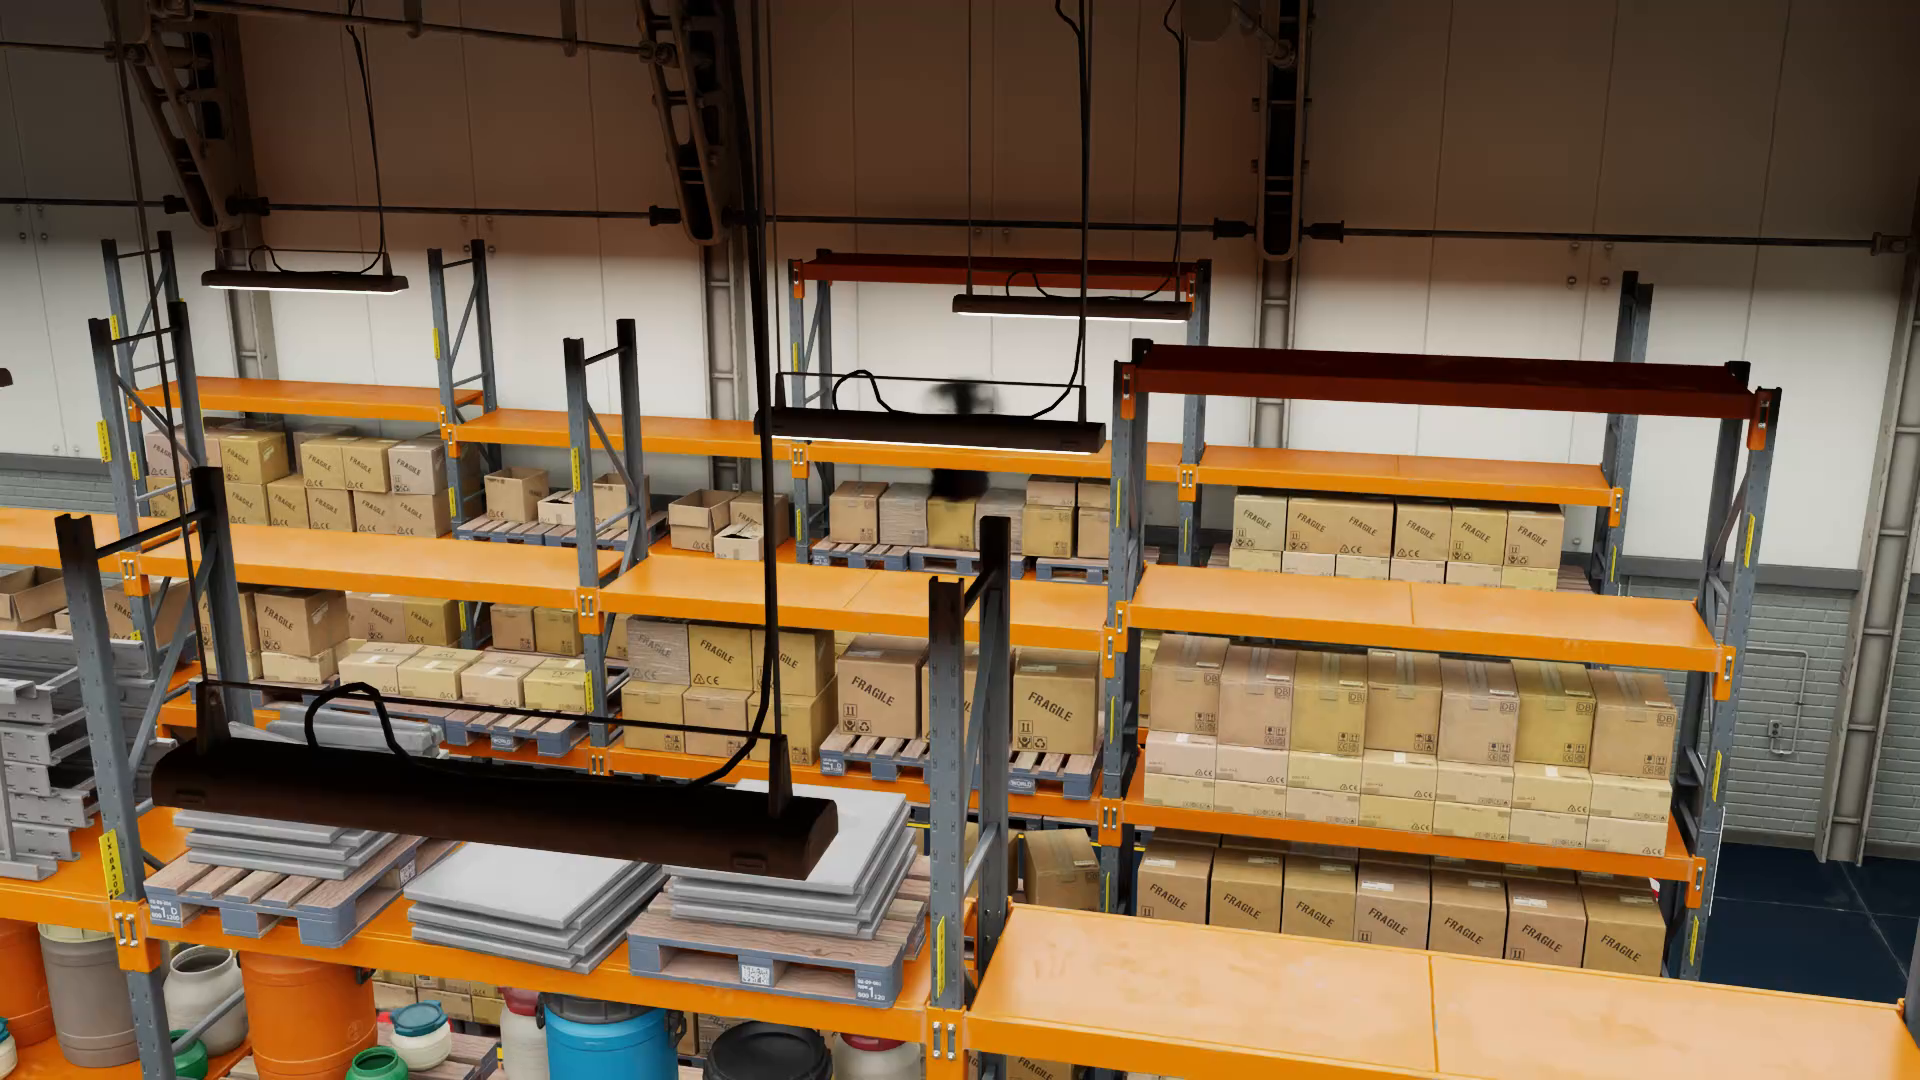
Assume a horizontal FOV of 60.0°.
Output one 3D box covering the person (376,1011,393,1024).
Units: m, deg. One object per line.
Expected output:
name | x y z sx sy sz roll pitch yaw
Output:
person | -3.743 4.029 11.448 0.679 1.755 0.717 7 18 23
